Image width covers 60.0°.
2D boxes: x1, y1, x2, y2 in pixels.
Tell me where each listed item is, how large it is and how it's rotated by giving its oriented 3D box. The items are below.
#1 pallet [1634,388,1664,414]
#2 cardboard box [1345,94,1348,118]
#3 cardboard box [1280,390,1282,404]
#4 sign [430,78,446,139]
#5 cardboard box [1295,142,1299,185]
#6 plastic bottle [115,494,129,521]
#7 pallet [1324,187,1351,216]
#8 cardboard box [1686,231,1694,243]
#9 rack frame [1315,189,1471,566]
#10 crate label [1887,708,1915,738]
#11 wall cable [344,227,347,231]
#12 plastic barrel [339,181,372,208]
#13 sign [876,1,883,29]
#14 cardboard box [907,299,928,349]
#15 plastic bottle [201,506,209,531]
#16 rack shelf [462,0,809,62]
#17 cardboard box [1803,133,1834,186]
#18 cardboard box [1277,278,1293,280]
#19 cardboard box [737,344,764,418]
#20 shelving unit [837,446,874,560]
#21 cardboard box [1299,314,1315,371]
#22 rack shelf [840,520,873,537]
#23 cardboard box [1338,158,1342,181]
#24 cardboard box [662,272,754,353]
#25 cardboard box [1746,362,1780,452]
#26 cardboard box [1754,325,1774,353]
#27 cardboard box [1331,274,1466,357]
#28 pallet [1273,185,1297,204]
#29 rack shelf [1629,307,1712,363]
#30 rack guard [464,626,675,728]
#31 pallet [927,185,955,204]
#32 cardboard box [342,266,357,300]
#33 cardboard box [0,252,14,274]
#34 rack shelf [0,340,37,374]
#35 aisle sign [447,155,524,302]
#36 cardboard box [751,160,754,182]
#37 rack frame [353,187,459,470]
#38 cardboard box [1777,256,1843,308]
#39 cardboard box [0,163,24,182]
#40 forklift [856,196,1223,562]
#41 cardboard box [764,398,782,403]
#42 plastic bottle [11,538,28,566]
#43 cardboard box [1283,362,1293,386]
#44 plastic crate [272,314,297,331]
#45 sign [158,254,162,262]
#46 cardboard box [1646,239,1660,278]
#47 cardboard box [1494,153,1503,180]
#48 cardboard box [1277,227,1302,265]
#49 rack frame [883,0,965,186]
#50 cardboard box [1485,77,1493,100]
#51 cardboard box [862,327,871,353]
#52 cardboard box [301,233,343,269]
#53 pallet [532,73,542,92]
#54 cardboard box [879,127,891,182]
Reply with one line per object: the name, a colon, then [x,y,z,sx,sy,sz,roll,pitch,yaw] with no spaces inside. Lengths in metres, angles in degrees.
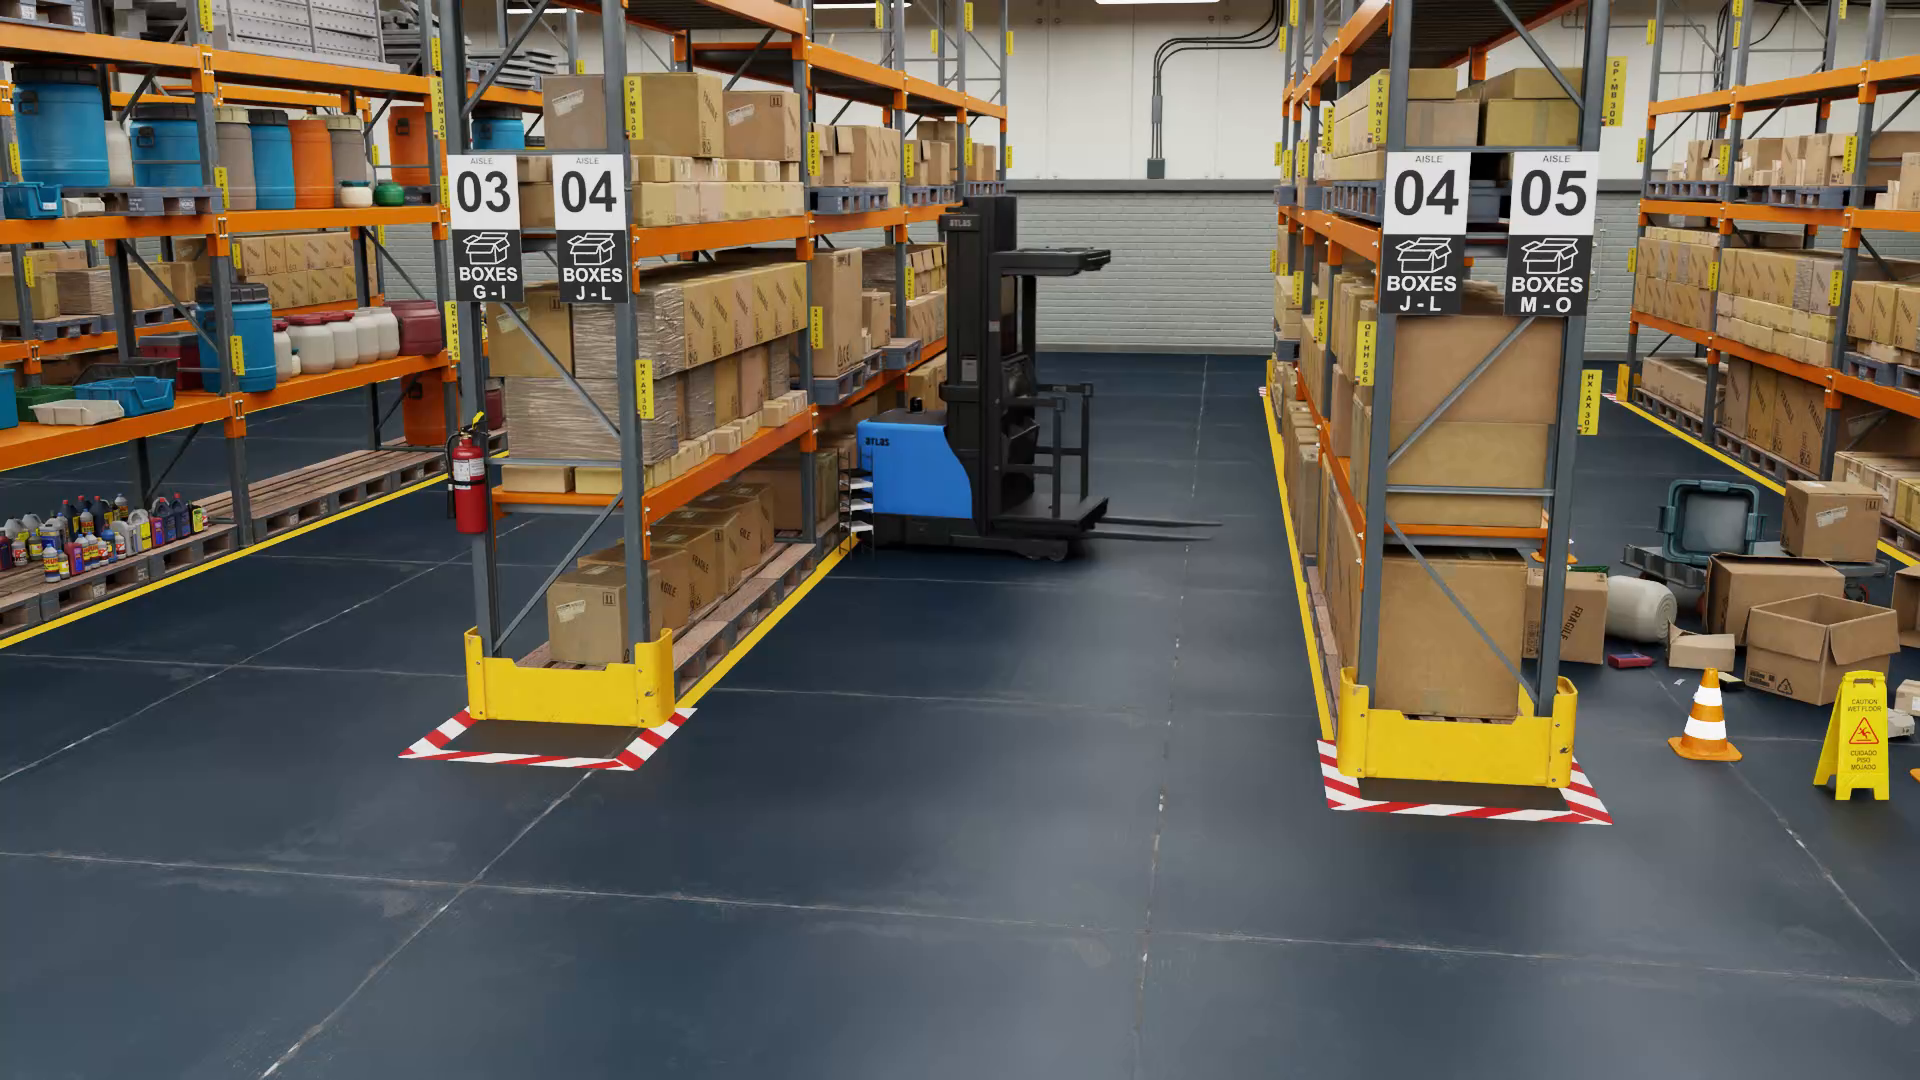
pallet: [9.925,-1.906,22.837,1.003,0.211,1.213,2,12,9]
cardboard box: [2.672,-2.790,10.669,0.380,0.149,0.250,2,12,9]
cardboard box: [4.184,-1.778,20.687,0.380,0.149,0.250,2,12,10]
sign: [-2.827,-2.350,9.056,0.100,0.325,0.005,2,12,9]
cardboard box: [4.282,-4.390,19.390,0.700,0.500,0.500,2,12,9]
plastic bottle: [-7.043,-0.251,13.970,0.097,0.271,0.097,0,12,0]
pallet: [3.311,-2.645,12.980,0.805,0.209,1.217,1,12,6]
cardboard box: [9.348,-3.799,20.850,0.380,0.149,0.250,2,12,7]
rack frame: [3.219,-1.080,12.383,1.000,3.000,0.127,2,12,9]
crate label: [5.212,1.030,9.390,0.250,0.136,0.298,-5,13,-21]
wall cable: [-13.281,-6.821,32.156,3.097,2.526,0.112,2,12,9]
plastic barrel: [-5.910,-3.381,16.269,0.301,0.262,0.301,0,12,0]
sign: [-0.981,-6.416,20.313,0.100,0.325,0.005,2,12,9]
cardboard box: [-0.631,-2.343,18.006,0.500,0.500,0.500,2,12,7]
plastic bottle: [-6.309,-0.183,13.822,0.097,0.201,0.097,0,12,0]
rack shelf: [-1.974,-3.424,10.738,1.077,0.370,4.000,2,12,9]
cardboard box: [8.705,-3.706,16.214,0.700,0.500,0.500,1,12,6]
cardboard box: [3.855,-2.940,19.201,0.380,0.149,0.250,2,12,9]
cardboard box: [-1.886,-1.154,11.783,0.875,0.500,0.500,2,12,9]
shelving unit: [-0.865,-0.307,13.781,0.210,0.900,0.258,-6,14,-28]
cardboard box: [3.498,-1.876,15.843,0.500,0.500,0.500,2,12,9]
rack shelf: [-0.865,-0.098,13.826,0.200,0.077,0.258,-6,14,-28]
cardboard box: [2.710,-2.454,11.005,0.380,0.149,0.250,2,12,8]
cardboard box: [-1.698,-1.530,11.154,0.500,0.500,0.500,2,12,9]
cardboard box: [9.208,-1.452,18.158,0.875,0.875,0.875,2,12,10]
cardboard box: [8.769,-2.131,17.620,0.500,0.250,0.500,2,12,8]
cardboard box: [3.128,-1.605,11.902,0.875,0.550,0.550,2,12,9]
pallet: [4.249,-3.994,19.234,1.213,0.211,1.003,2,12,9]
rack shelf: [9.663,-2.670,21.471,1.077,0.370,4.000,2,12,9]
rack guard: [-2.270,0.778,9.699,1.175,0.500,0.348,2,12,9]
pallet: [-0.528,-4.107,19.765,0.805,0.209,1.217,1,12,6]
cardboard box: [-9.485,-3.920,25.324,0.500,0.500,0.500,2,12,9]
cardboard box: [-14.800,-3.971,25.086,0.980,0.700,0.700,1,12,6]
rack shelf: [-11.147,-1.648,16.727,1.077,0.370,4.000,2,12,9]
aisle sign: [-2.588,-1.696,9.074,0.394,0.787,0.004,2,12,9]
cardboard box: [-1.645,-2.555,11.518,0.380,0.149,0.250,2,12,11]
rack frame: [-5.945,-2.254,17.834,1.000,3.000,0.127,2,12,9]
cardboard box: [8.715,-2.637,16.998,0.500,0.500,0.500,2,12,9]
cardboard box: [-10.805,-4.023,18.683,0.910,0.500,0.500,2,12,9]
forklift: [0.686,-1.381,13.944,3.031,2.935,1.130,4,13,17]
cardboard box: [-1.555,-0.982,12.528,0.380,0.149,0.250,2,12,9]
plastic bottle: [-7.113,0.087,12.568,0.097,0.201,0.097,0,12,0]
cardboard box: [4.074,-1.950,19.576,0.500,0.250,0.500,1,12,6]
plastic crate: [-6.496,-1.959,16.313,0.402,0.464,0.583,2,12,9]
sign: [-10.761,-3.688,22.429,0.100,0.325,0.005,2,12,9]
cardboard box: [9.543,-3.777,22.290,0.500,0.500,0.500,2,12,7]
cardboard box: [3.012,-1.959,8.704,0.380,0.149,0.250,2,12,9]
cardboard box: [4.560,-3.963,22.445,0.500,0.500,0.500,2,12,7]
rack frame: [-0.436,-5.859,20.321,1.000,3.000,0.127,2,12,9]
cardboard box: [3.088,-2.452,9.098,0.380,0.149,0.250,2,12,9]
cardboard box: [-1.041,-1.878,15.408,0.396,0.266,0.258,2,12,7]
cardboard box: [-9.558,-4.304,24.733,0.500,0.500,0.500,2,12,10]
pallet: [-5.427,-5.559,20.324,1.003,0.211,1.213,2,12,9]
cardboard box: [-0.946,-3.639,15.715,0.500,0.500,0.500,2,12,9]
